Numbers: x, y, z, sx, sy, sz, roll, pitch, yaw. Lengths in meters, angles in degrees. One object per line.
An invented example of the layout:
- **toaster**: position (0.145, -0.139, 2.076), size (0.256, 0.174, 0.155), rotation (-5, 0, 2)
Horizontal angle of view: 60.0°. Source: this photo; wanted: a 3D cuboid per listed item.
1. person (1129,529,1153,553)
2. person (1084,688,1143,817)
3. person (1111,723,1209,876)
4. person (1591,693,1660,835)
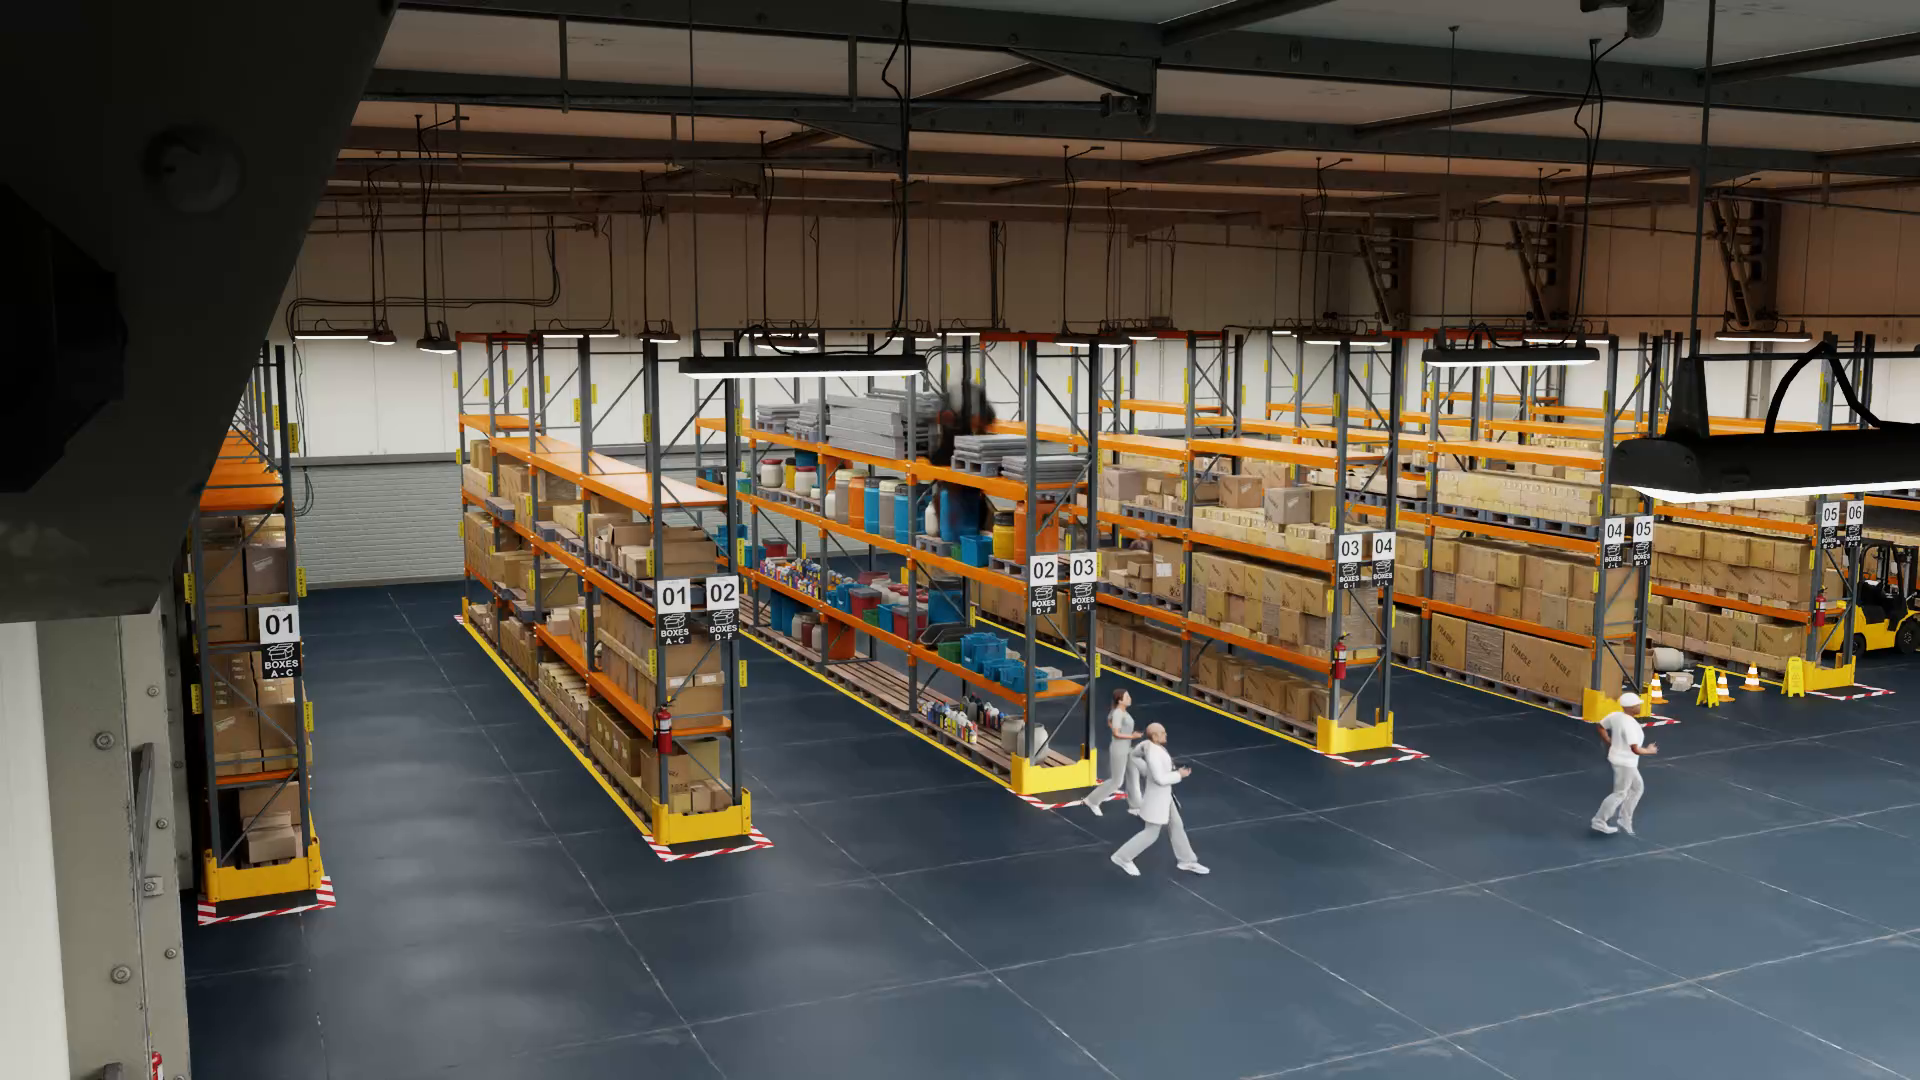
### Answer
- **person**: position (4.005, 0.601, 36.123), size (0.722, 1.735, 0.660), rotation (-3, 8, -20)
- **person**: position (1.992, 2.690, 20.907), size (0.863, 1.688, 0.593), rotation (0, 8, 3)
- **person**: position (2.268, 2.916, 18.745), size (1.116, 1.758, 0.731), rotation (1, 8, 6)
- **person**: position (8.099, 2.758, 20.262), size (0.744, 1.841, 0.720), rotation (1, 8, 7)
